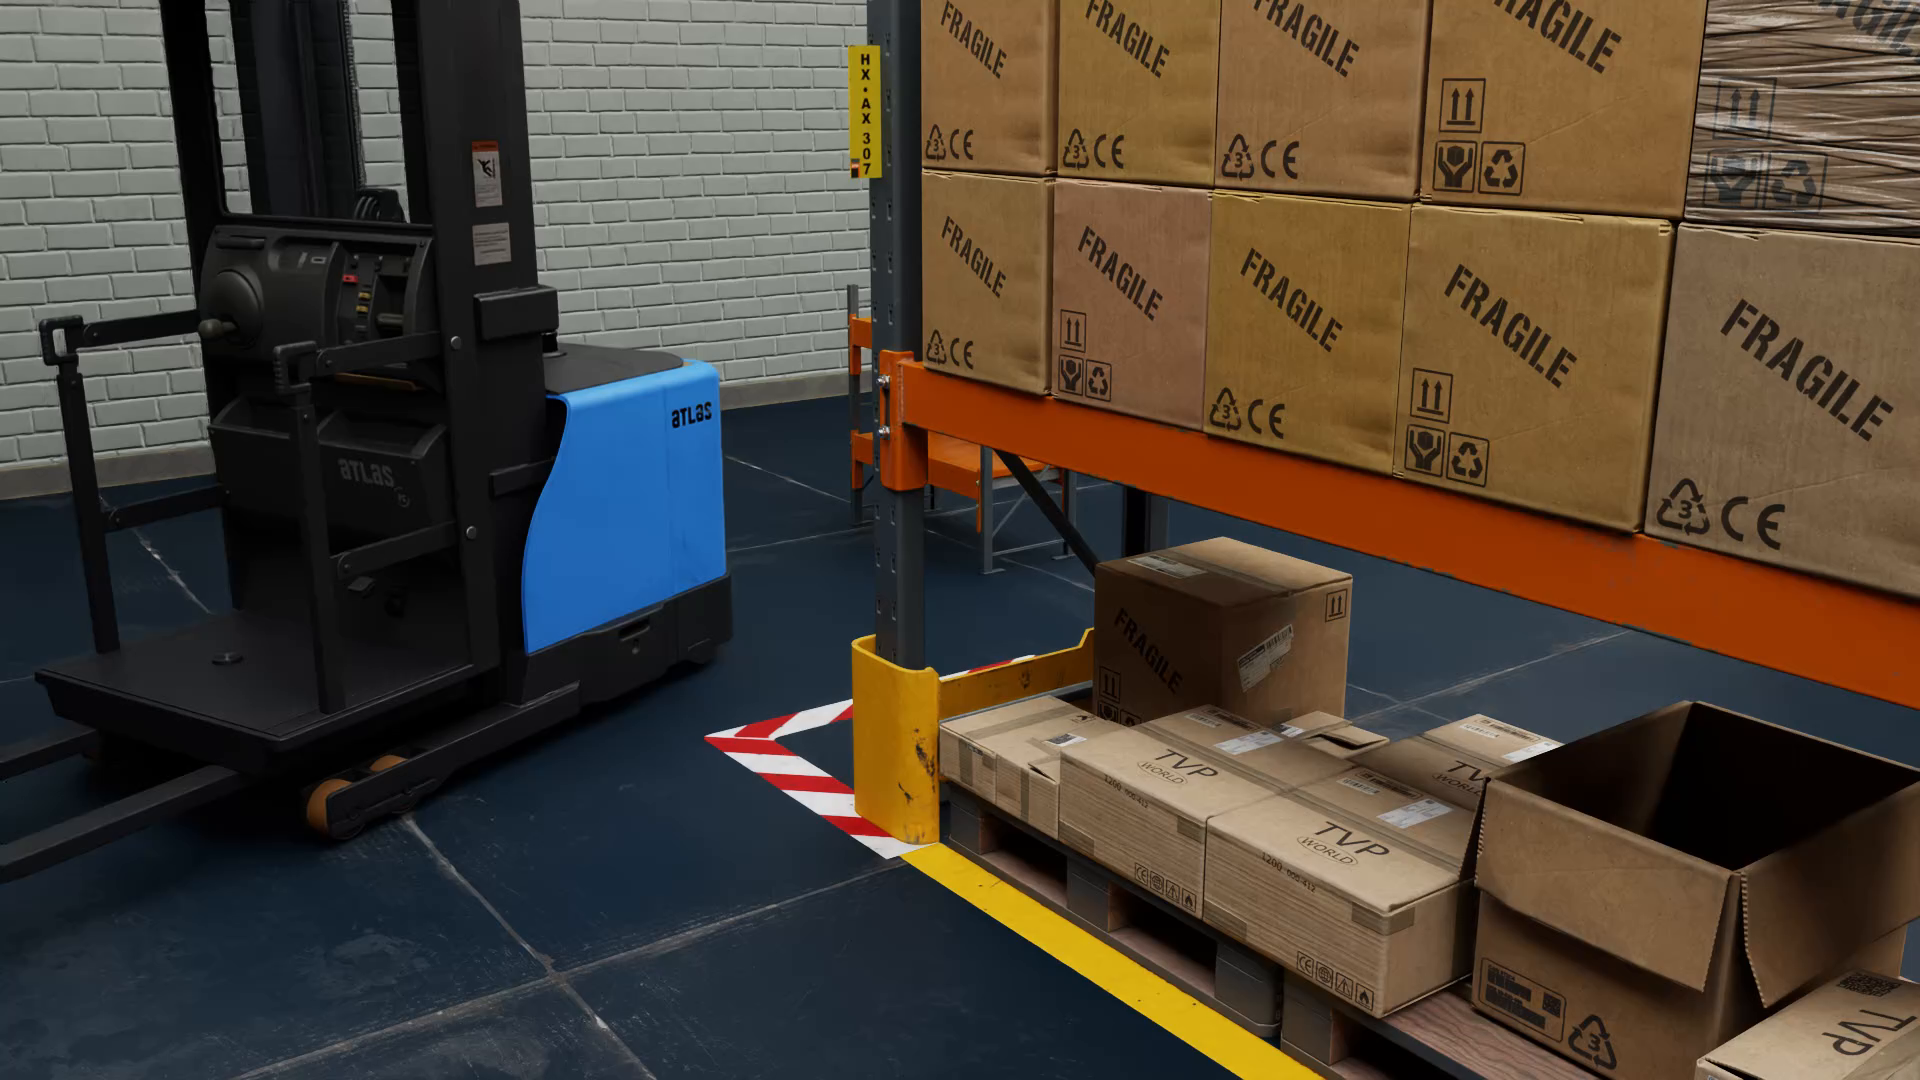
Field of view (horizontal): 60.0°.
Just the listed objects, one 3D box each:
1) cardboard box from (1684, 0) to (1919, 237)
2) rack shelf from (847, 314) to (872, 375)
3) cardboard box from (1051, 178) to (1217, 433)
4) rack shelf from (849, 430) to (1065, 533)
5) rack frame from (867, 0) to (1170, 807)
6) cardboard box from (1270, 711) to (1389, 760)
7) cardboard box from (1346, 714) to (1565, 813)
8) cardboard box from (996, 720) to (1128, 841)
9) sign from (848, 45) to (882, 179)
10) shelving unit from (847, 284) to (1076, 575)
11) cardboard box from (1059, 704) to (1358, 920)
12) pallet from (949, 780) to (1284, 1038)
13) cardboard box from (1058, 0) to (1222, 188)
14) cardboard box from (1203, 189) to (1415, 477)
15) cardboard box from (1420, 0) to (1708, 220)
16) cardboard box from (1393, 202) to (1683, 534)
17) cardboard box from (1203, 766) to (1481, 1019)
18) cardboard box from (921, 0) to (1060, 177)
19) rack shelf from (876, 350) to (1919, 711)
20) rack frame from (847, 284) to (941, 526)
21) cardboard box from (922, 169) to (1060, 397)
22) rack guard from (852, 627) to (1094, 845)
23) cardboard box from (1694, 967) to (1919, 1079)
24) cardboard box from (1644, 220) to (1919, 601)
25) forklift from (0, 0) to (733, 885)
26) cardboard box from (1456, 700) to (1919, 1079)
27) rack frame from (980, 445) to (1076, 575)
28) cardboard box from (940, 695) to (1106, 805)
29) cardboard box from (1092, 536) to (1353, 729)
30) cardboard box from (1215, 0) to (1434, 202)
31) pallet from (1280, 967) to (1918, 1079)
[{"bbox_3d":[1.447,-0.712,2.411,0.500,0.500,0.500,-11,19,-34],"label":"cardboard box"},{"bbox_3d":[-0.004,-0.826,7.356,0.538,0.278,1.000,-11,19,-35],"label":"rack shelf"},{"bbox_3d":[0.557,-0.554,3.730,0.500,0.500,0.500,-11,19,-35],"label":"cardboard box"},{"bbox_3d":[-0.004,-0.308,7.497,0.538,0.278,1.000,-11,19,-35],"label":"rack shelf"},{"bbox_3d":[0.201,-0.751,4.638,1.000,3.000,0.127,-11,19,-35],"label":"rack frame"},{"bbox_3d":[0.886,0.582,4.303,0.380,0.166,0.250,-11,19,-35],"label":"cardboard box"},{"bbox_3d":[1.255,0.648,3.900,0.500,0.250,0.500,-11,19,-35],"label":"cardboard box"},{"bbox_3d":[0.316,0.599,4.237,0.380,0.166,0.250,-11,19,-35],"label":"cardboard box"},{"bbox_3d":[-0.238,-1.084,4.216,0.100,0.325,0.005,-11,19,-35],"label":"sign"},{"bbox_3d":[-0.004,-0.544,7.433,0.538,1.125,1.048,-11,19,-35],"label":"shelving unit"},{"bbox_3d":[0.585,0.630,3.968,0.500,0.250,0.500,-11,19,-35],"label":"cardboard box"},{"bbox_3d":[0.715,0.780,4.326,1.003,0.211,1.213,-11,19,-35],"label":"pallet"},{"bbox_3d":[0.562,-1.035,3.594,0.500,0.500,0.500,-11,19,-34],"label":"cardboard box"},{"bbox_3d":[0.849,-0.447,3.336,0.500,0.500,0.500,-11,19,-35],"label":"cardboard box"},{"bbox_3d":[1.152,-0.819,2.805,0.500,0.500,0.500,-11,19,-35],"label":"cardboard box"},{"bbox_3d":[1.142,-0.340,2.946,0.500,0.500,0.500,-11,19,-34],"label":"cardboard box"},{"bbox_3d":[0.879,0.737,3.578,0.500,0.250,0.500,-11,19,-35],"label":"cardboard box"},{"bbox_3d":[0.249,-1.146,3.997,0.500,0.500,0.500,-10,18,-33],"label":"cardboard box"},{"bbox_3d":[1.377,0.023,3.173,1.077,0.370,4.000,-11,19,-35],"label":"rack shelf"},{"bbox_3d":[-0.303,-0.653,7.829,0.500,1.125,0.032,-11,19,-35],"label":"rack frame"},{"bbox_3d":[0.249,-0.664,4.129,0.500,0.500,0.500,-10,18,-33],"label":"cardboard box"},{"bbox_3d":[0.246,0.471,4.909,1.175,0.500,0.348,-11,19,-35],"label":"rack guard"},{"bbox_3d":[1.548,0.950,2.683,0.500,0.311,0.500,-11,19,-35],"label":"cardboard box"},{"bbox_3d":[1.444,-0.231,2.550,0.500,0.500,0.500,-10,18,-33],"label":"cardboard box"},{"bbox_3d":[-1.997,-0.727,4.682,1.130,2.935,3.031,9,18,29],"label":"forklift"},{"bbox_3d":[1.444,0.695,3.252,0.797,0.503,0.637,-11,19,-35],"label":"cardboard box"},{"bbox_3d":[0.295,-0.435,7.036,0.500,1.125,0.032,-11,19,-35],"label":"rack frame"},{"bbox_3d":[0.169,0.555,4.435,0.380,0.149,0.250,-11,19,-35],"label":"cardboard box"},{"bbox_3d":[0.720,0.320,4.626,0.500,0.500,0.500,-11,19,-35],"label":"cardboard box"},{"bbox_3d":[0.853,-0.928,3.201,0.500,0.500,0.500,-11,19,-34],"label":"cardboard box"},{"bbox_3d":[1.429,1.041,3.374,1.003,0.211,1.213,-11,19,-35],"label":"pallet"}]
